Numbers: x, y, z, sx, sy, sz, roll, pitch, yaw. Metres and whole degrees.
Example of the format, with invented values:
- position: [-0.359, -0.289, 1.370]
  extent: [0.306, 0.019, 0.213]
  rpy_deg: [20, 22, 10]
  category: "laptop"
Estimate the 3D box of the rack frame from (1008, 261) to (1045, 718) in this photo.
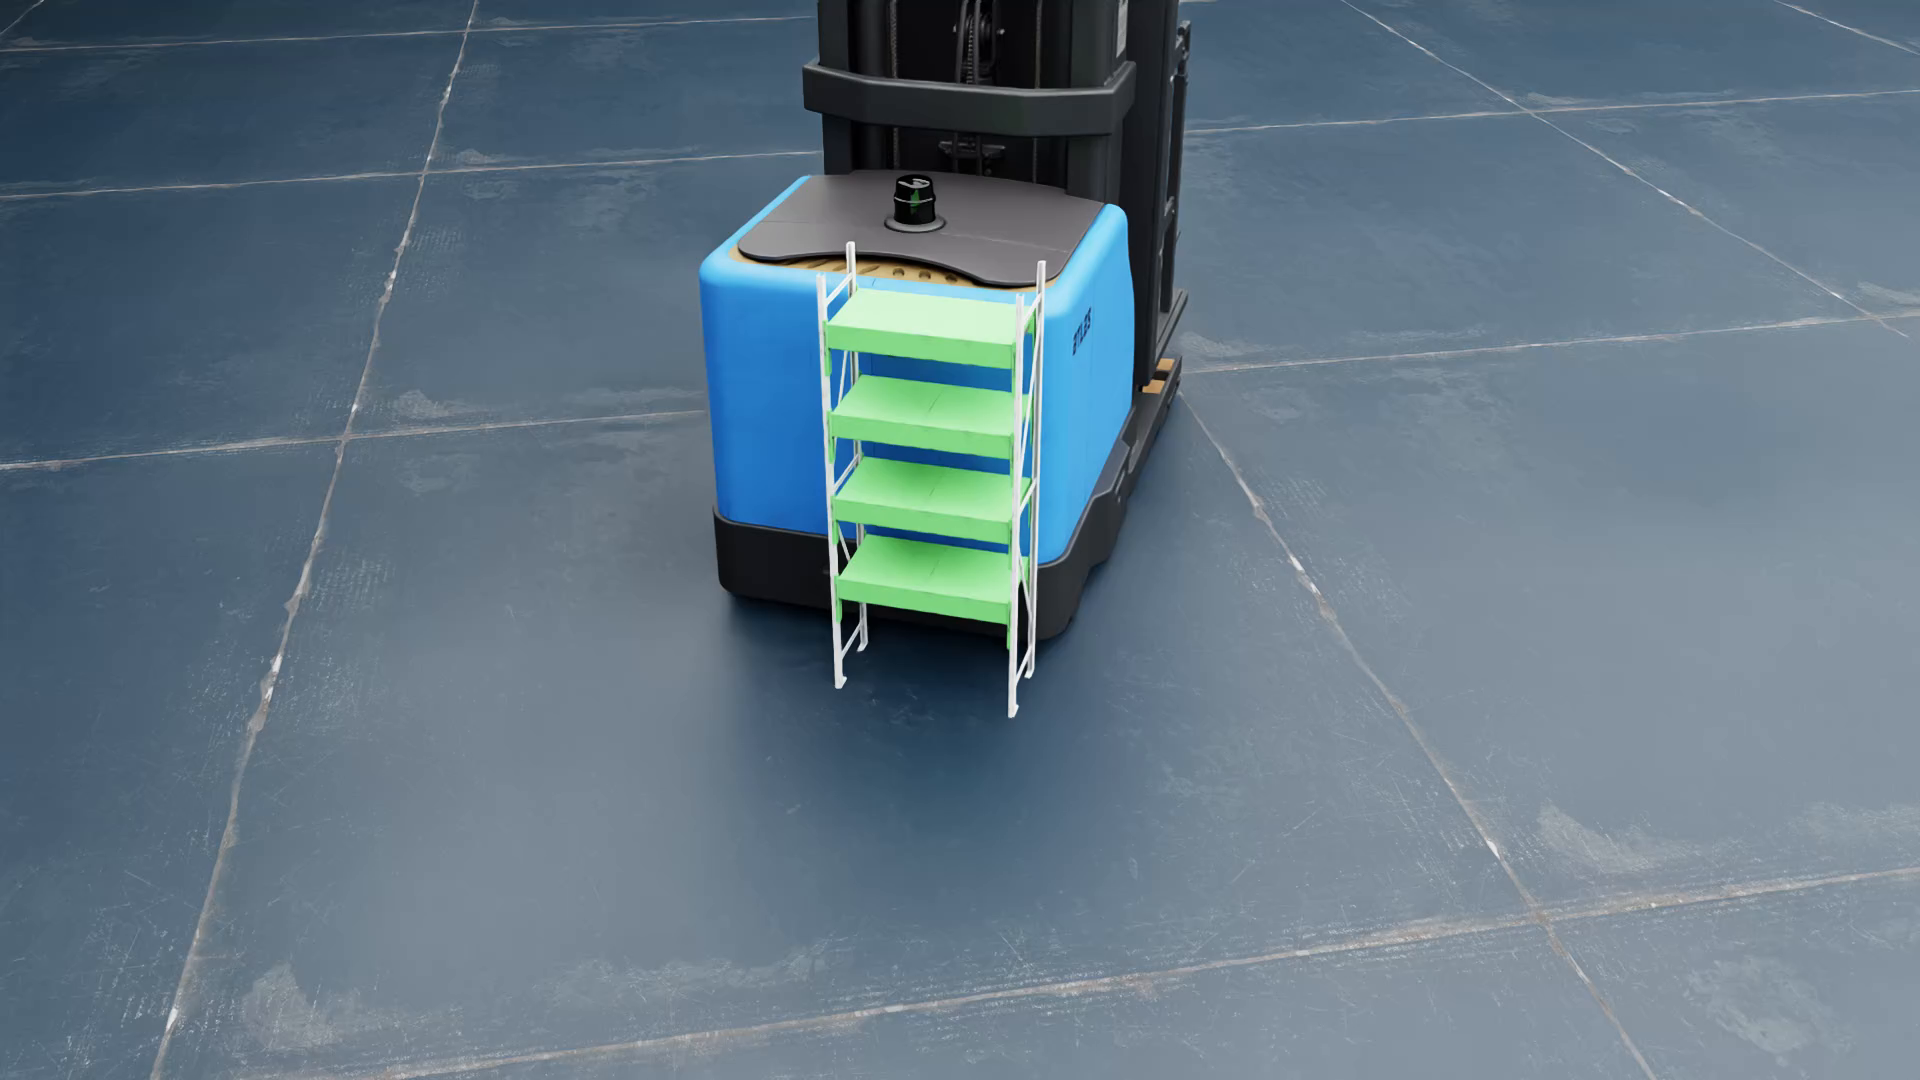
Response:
- position: [0.168, -0.100, 4.237]
  extent: [0.015, 1.200, 0.240]
  rpy_deg: [8, 31, 13]
  category: "rack frame"

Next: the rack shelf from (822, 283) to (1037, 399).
- position: [-0.067, -0.492, 4.083]
  extent: [0.480, 0.148, 0.258]
  rpy_deg: [8, 31, 13]
  category: "rack shelf"

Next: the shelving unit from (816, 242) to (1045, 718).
- position: [-0.067, -0.134, 4.293]
  extent: [0.503, 1.200, 0.258]
  rpy_deg: [8, 31, 13]
  category: "shelving unit"

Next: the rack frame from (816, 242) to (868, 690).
- position: [-0.302, -0.167, 4.350]
  extent: [0.015, 1.200, 0.240]
  rpy_deg: [8, 31, 13]
  category: "rack frame"

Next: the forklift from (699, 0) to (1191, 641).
- position: [0.187, -1.718, 5.280]
  extent: [1.130, 2.935, 3.031]
  rpy_deg: [8, 31, 14]
  category: "forklift"

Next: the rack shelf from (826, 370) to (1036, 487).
- position: [-0.067, -0.285, 4.204]
  extent: [0.480, 0.148, 0.258]
  rpy_deg: [8, 31, 13]
  category: "rack shelf"

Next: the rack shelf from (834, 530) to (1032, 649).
- position: [-0.067, 0.128, 4.447]
  extent: [0.480, 0.148, 0.258]
  rpy_deg: [8, 31, 13]
  category: "rack shelf"

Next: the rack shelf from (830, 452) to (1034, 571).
- position: [-0.067, -0.078, 4.326]
  extent: [0.480, 0.148, 0.258]
  rpy_deg: [8, 31, 13]
  category: "rack shelf"
